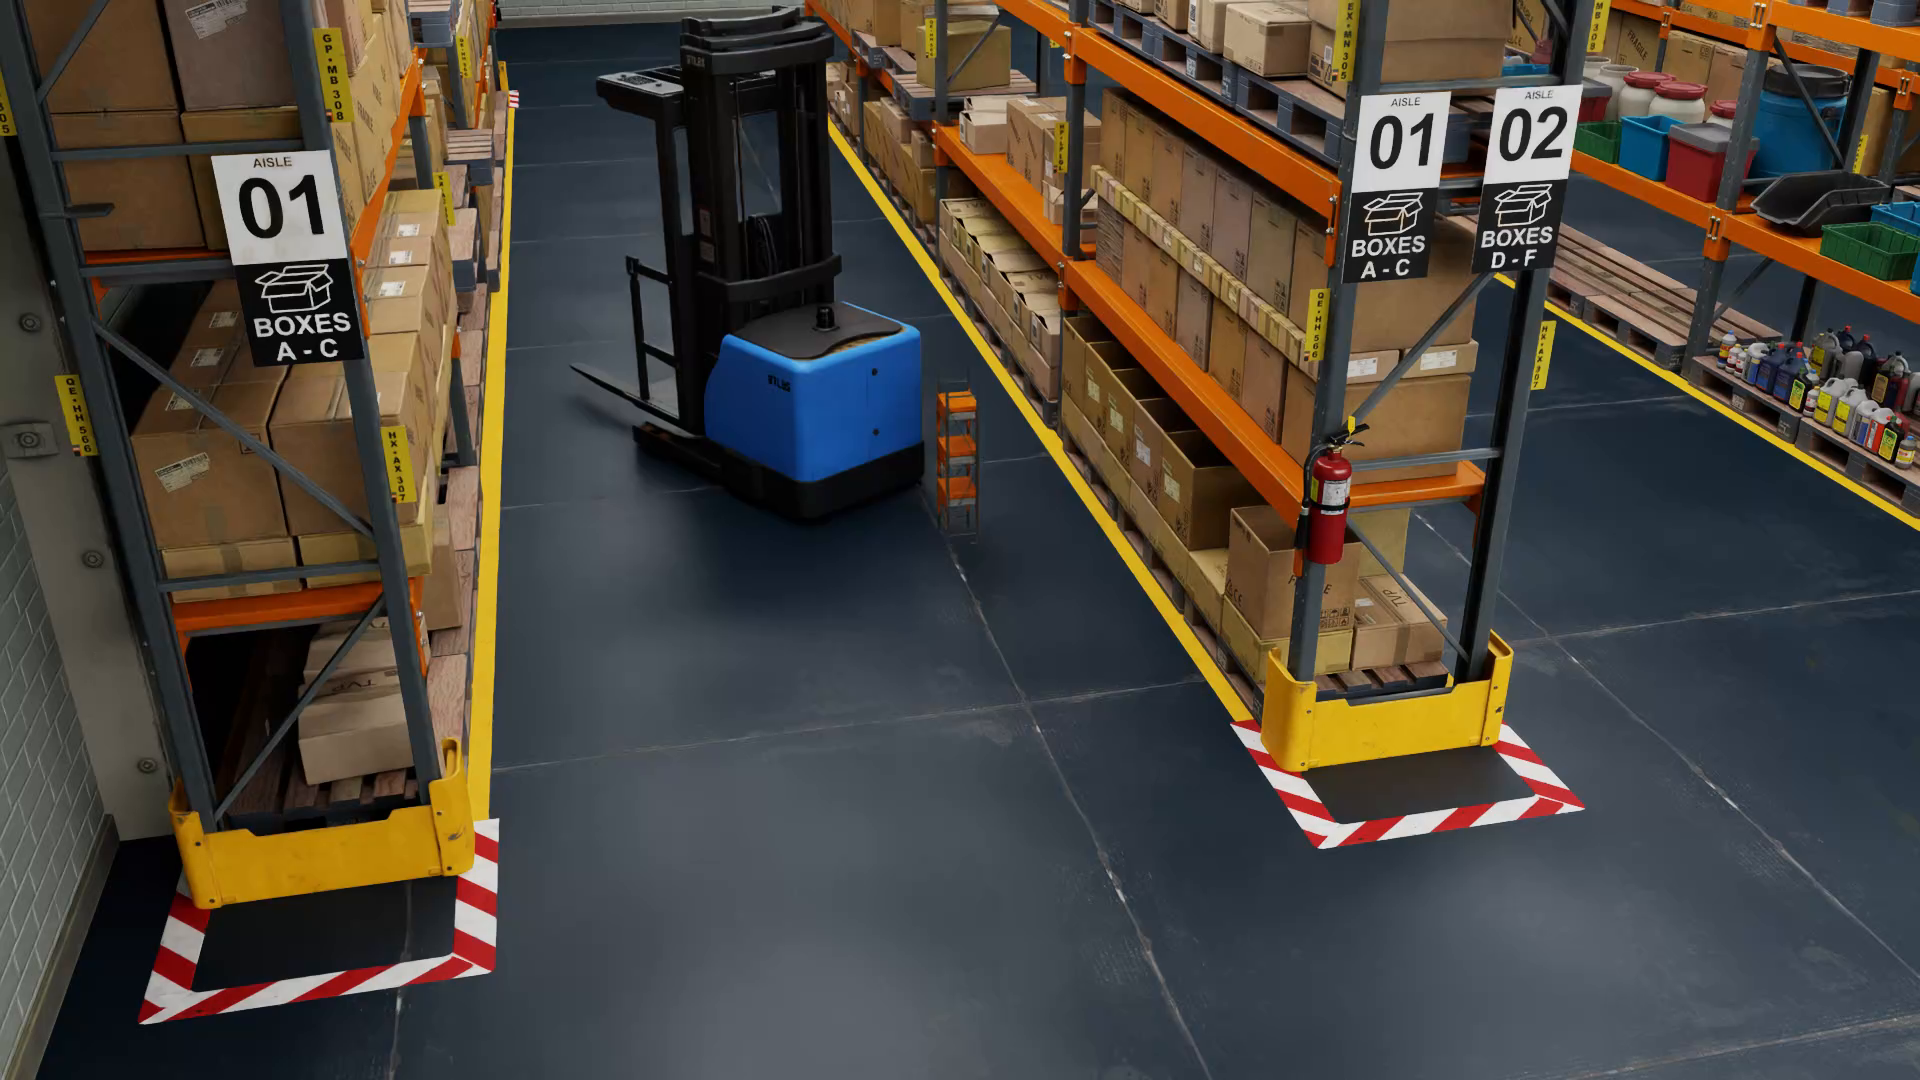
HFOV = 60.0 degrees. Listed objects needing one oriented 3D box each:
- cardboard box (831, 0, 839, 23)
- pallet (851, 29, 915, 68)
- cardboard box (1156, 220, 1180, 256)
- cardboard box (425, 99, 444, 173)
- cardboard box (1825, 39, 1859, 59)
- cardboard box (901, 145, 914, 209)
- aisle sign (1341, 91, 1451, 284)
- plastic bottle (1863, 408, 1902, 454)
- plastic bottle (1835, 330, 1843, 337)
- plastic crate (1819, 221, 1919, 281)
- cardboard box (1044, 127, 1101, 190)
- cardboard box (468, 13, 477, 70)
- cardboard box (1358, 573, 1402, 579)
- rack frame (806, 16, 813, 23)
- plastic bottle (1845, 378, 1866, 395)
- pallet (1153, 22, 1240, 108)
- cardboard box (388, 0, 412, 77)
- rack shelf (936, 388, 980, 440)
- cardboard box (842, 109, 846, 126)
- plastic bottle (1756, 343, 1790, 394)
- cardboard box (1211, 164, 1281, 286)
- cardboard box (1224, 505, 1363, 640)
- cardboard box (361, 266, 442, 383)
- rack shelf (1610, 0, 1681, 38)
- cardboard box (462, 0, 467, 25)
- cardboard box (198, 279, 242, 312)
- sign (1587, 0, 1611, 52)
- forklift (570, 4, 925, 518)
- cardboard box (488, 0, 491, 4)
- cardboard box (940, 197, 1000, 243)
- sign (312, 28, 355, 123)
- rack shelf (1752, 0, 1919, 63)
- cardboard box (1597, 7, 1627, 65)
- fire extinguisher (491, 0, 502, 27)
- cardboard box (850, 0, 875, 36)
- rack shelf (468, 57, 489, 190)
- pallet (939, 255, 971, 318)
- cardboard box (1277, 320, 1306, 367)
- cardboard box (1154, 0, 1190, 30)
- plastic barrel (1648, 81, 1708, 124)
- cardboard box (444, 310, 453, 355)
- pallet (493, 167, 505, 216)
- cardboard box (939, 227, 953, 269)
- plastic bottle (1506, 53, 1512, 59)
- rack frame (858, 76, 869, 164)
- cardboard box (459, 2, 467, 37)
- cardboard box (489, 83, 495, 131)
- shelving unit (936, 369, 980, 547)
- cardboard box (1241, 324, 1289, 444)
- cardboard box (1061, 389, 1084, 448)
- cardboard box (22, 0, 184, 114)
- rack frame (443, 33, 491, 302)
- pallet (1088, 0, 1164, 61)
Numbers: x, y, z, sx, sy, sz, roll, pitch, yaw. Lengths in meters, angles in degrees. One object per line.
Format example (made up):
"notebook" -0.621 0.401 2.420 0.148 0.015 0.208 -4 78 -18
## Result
"cardboard box" -1.218 -6.316 19.323 0.500 0.500 0.500 -5 27 -10
"pallet" -0.546 -5.179 17.394 1.003 0.211 1.213 -6 27 -12
"cardboard box" 1.349 -1.745 9.548 0.380 0.149 0.250 -7 28 -13
"cardboard box" -4.126 -2.857 11.981 0.700 0.500 0.500 -6 27 -12
"cardboard box" 9.475 -5.330 17.370 0.500 0.500 0.500 -6 27 -12
"cardboard box" -0.274 -3.565 16.269 0.500 0.500 0.500 -7 28 -13
"aisle sign" 1.813 -1.460 6.929 0.394 0.787 0.004 -6 27 -12
"plastic bottle" 6.040 -0.715 10.872 0.152 0.276 0.135 -6 27 -11
"plastic bottle" 6.440 -1.422 12.264 0.061 0.283 0.133 -5 27 -9
"plastic crate" 6.041 -1.896 10.913 0.450 0.188 0.662 -6 27 -12
"cardboard box" 0.907 -2.729 12.217 0.500 0.500 0.500 -4 27 -8
"cardboard box" -4.866 -4.686 15.743 0.500 0.500 0.500 -6 27 -12
"cardboard box" 2.064 0.205 9.101 0.500 0.250 0.500 -6 27 -12
"rack frame" -1.521 -7.382 21.547 1.000 3.000 0.127 -6 27 -12
"plastic bottle" 6.065 -0.956 11.350 0.152 0.276 0.135 -6 27 -12
"pallet" 1.672 -2.507 8.658 1.003 0.211 1.213 -6 27 -12
"cardboard box" -3.287 -2.804 9.015 0.500 0.500 0.500 -5 27 -10
"rack shelf" -0.012 -0.736 9.937 0.215 0.259 0.240 -6 27 -12
"cardboard box" -1.167 -4.930 19.364 0.380 0.149 0.250 -6 27 -12
"plastic bottle" 5.788 -1.233 11.815 0.144 0.351 0.185 -5 27 -10
"cardboard box" 1.742 -1.663 8.665 0.700 0.500 0.500 -6 27 -11
"cardboard box" 1.674 0.142 8.393 0.500 0.500 0.500 -6 27 -12
"cardboard box" -2.895 -1.041 8.296 0.500 0.500 0.500 -5 27 -10
"rack shelf" 8.582 -7.187 21.959 1.077 0.370 4.000 -6 27 -12
"cardboard box" -4.754 -4.791 15.117 0.500 0.250 0.500 -7 28 -13
"cardboard box" -3.392 -0.985 8.185 0.500 0.500 0.500 -6 27 -11
"sign" 2.627 -2.177 6.846 0.100 0.325 0.005 -6 27 -12
"forklift" -1.610 -2.018 10.996 1.130 2.935 3.031 -23 35 -38
"cardboard box" -6.222 -6.789 20.038 0.980 0.700 0.700 -5 27 -9
"cardboard box" 0.114 -2.821 14.473 0.500 0.311 0.500 -5 27 -10
"sign" -2.212 -1.638 5.867 0.100 0.325 0.005 -6 27 -12
"rack shelf" 6.461 -2.755 9.850 1.077 0.370 4.000 -6 27 -12
"cardboard box" 8.759 -6.562 21.815 0.875 0.875 0.875 -6 27 -12
"fire extinguisher" -5.931 -6.790 20.873 0.296 0.674 0.183 -6 27 -12
"cardboard box" -0.731 -5.628 17.494 0.700 0.500 0.500 -16 31 -29
"rack shelf" -4.994 -3.922 15.491 1.077 0.370 4.000 -6 27 -12
"pallet" 0.429 -2.260 14.493 1.003 0.211 1.213 -6 27 -12
"cardboard box" 1.753 -0.956 7.983 0.380 0.149 0.250 -5 27 -10
"cardboard box" 1.431 -3.014 8.827 0.797 0.503 0.637 -3 27 -6
"plastic barrel" 5.843 -3.441 13.587 0.433 0.535 0.433 0 27 0
"cardboard box" -3.136 -1.155 9.353 0.500 0.250 0.500 -6 27 -11
"pallet" -5.198 -3.546 17.040 1.003 0.211 1.213 -6 27 -12
"cardboard box" 0.114 -2.570 14.599 0.500 0.250 0.500 -6 27 -12
"plastic bottle" 5.326 -4.591 16.159 0.097 0.271 0.097 0 27 0
"rack frame" -0.620 -5.626 18.068 1.000 3.000 0.127 -6 27 -12
"cardboard box" -4.633 -4.567 14.674 0.500 0.250 0.500 -6 27 -11
"cardboard box" -5.737 -4.978 19.092 0.700 0.500 0.500 -5 27 -10
"shelving unit" -0.012 -0.492 10.060 0.215 1.050 0.252 -6 27 -12
"cardboard box" 1.869 -0.839 8.473 0.700 0.500 0.500 -5 27 -10
"cardboard box" 0.992 -0.840 11.170 0.500 0.250 0.500 -6 27 -12
"cardboard box" -3.093 -1.855 6.025 0.500 0.500 0.500 -5 27 -9
"rack frame" -4.544 -3.366 13.589 1.000 3.000 0.127 -6 27 -12
"pallet" 1.401 -3.042 9.717 1.003 0.211 1.213 -6 27 -12
